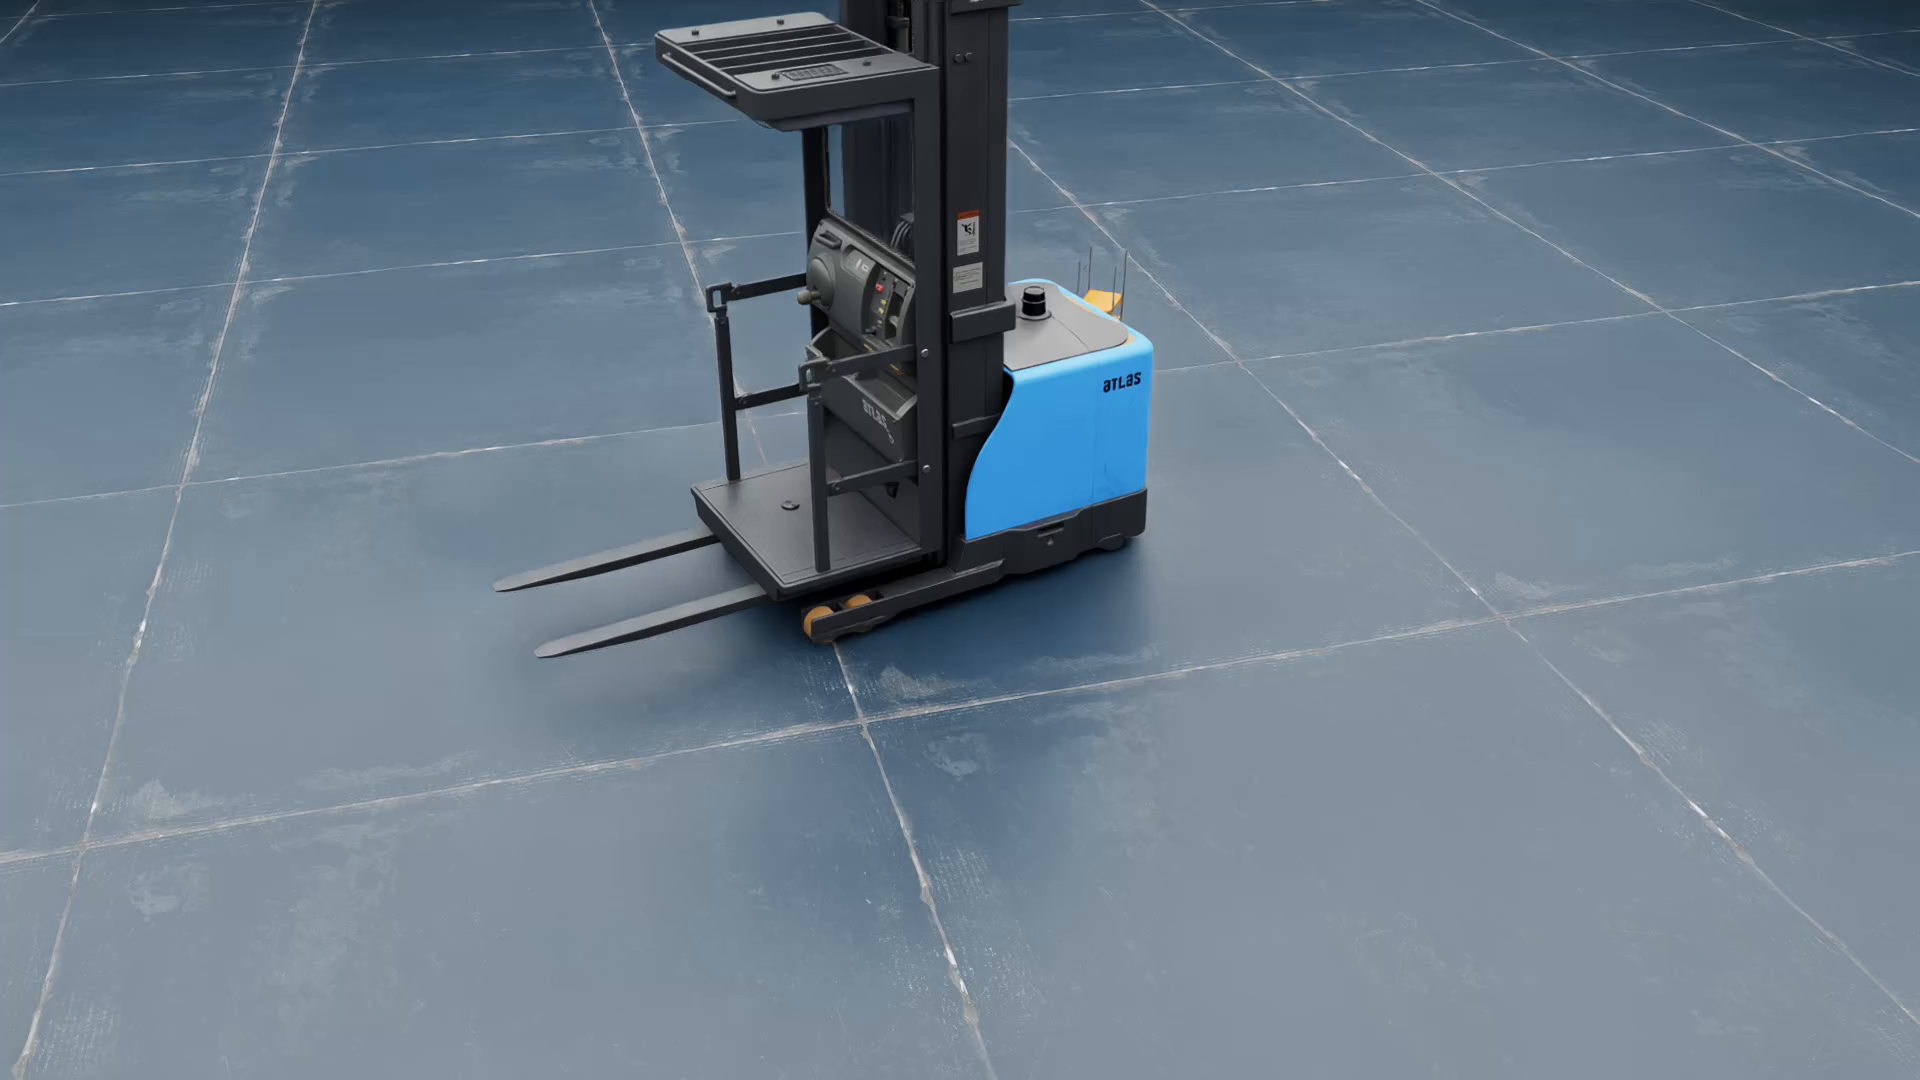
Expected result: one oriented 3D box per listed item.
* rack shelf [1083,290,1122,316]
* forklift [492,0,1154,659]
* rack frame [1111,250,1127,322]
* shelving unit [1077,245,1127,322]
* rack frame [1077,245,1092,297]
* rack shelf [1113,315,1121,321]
[{"bbox_3d":[0.710,-1.177,8.453,0.180,0.103,0.258,11,32,16],"label":"rack shelf"},{"bbox_3d":[-0.618,-1.105,7.233,3.031,2.935,1.130,-16,34,-25],"label":"forklift"},{"bbox_3d":[0.791,-0.889,8.588,0.006,1.200,0.240,11,32,16],"label":"rack frame"},{"bbox_3d":[0.704,-0.905,8.612,0.189,1.200,0.258,11,32,16],"label":"shelving unit"},{"bbox_3d":[0.618,-0.922,8.637,0.006,1.200,0.240,11,32,16],"label":"rack frame"},{"bbox_3d":[0.708,-1.074,8.513,0.180,0.103,0.258,11,32,16],"label":"rack shelf"}]
